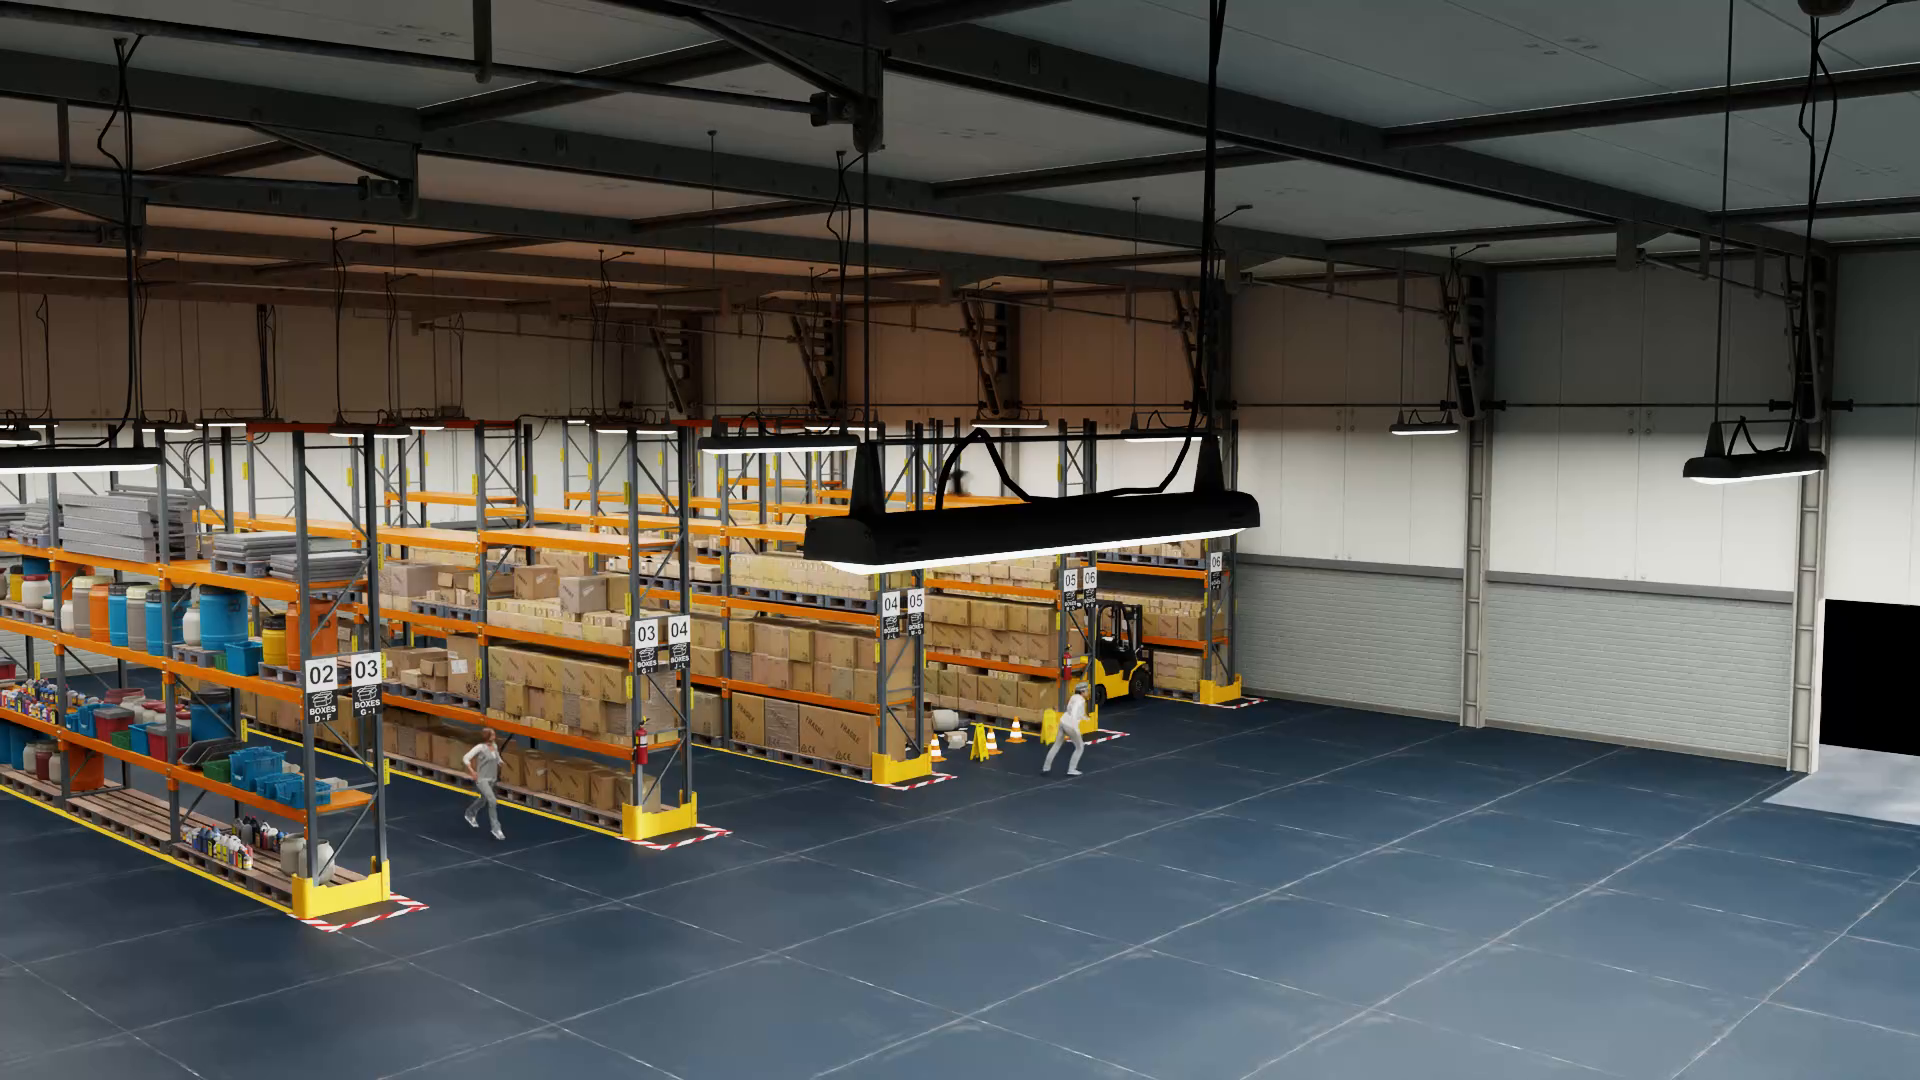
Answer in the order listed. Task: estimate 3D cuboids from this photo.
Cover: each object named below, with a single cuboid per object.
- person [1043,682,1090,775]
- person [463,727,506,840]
[{"bbox_3d":[1.864,3.224,28.446,0.856,1.606,0.652,-2,5,-26],"label":"person"},{"bbox_3d":[-6.989,3.540,24.343,0.869,1.621,0.571,2,5,26],"label":"person"}]
